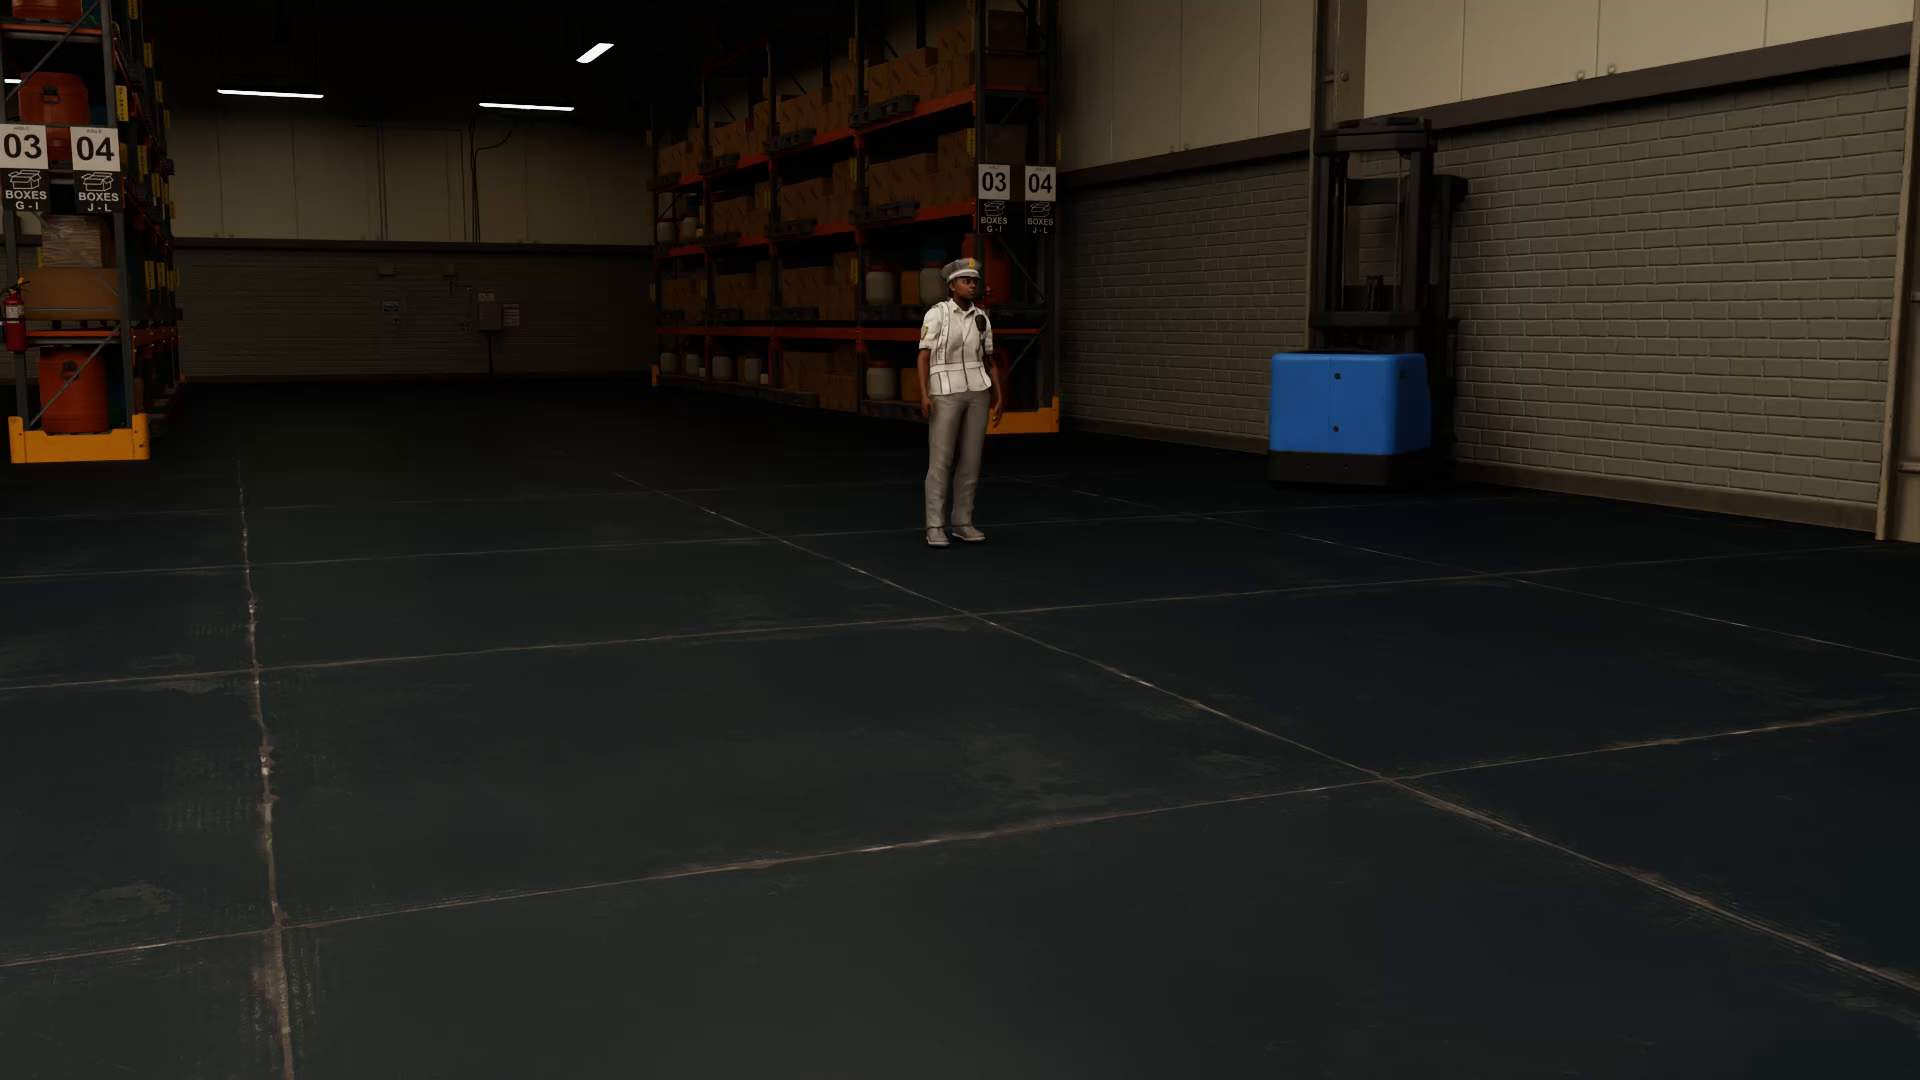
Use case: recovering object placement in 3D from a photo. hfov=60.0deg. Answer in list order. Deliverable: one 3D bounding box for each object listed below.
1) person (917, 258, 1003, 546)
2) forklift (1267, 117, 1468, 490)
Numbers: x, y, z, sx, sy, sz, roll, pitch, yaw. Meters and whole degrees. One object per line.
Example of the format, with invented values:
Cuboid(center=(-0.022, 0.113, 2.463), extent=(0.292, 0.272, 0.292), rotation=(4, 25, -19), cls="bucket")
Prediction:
Cuboid(center=(0.012, -0.837, 9.966), extent=(0.569, 1.694, 0.530), rotation=(-3, 8, -23), cls="person")
Cuboid(center=(3.640, -1.990, 14.035), extent=(1.130, 2.935, 3.031), rotation=(5, 9, 31), cls="forklift")
